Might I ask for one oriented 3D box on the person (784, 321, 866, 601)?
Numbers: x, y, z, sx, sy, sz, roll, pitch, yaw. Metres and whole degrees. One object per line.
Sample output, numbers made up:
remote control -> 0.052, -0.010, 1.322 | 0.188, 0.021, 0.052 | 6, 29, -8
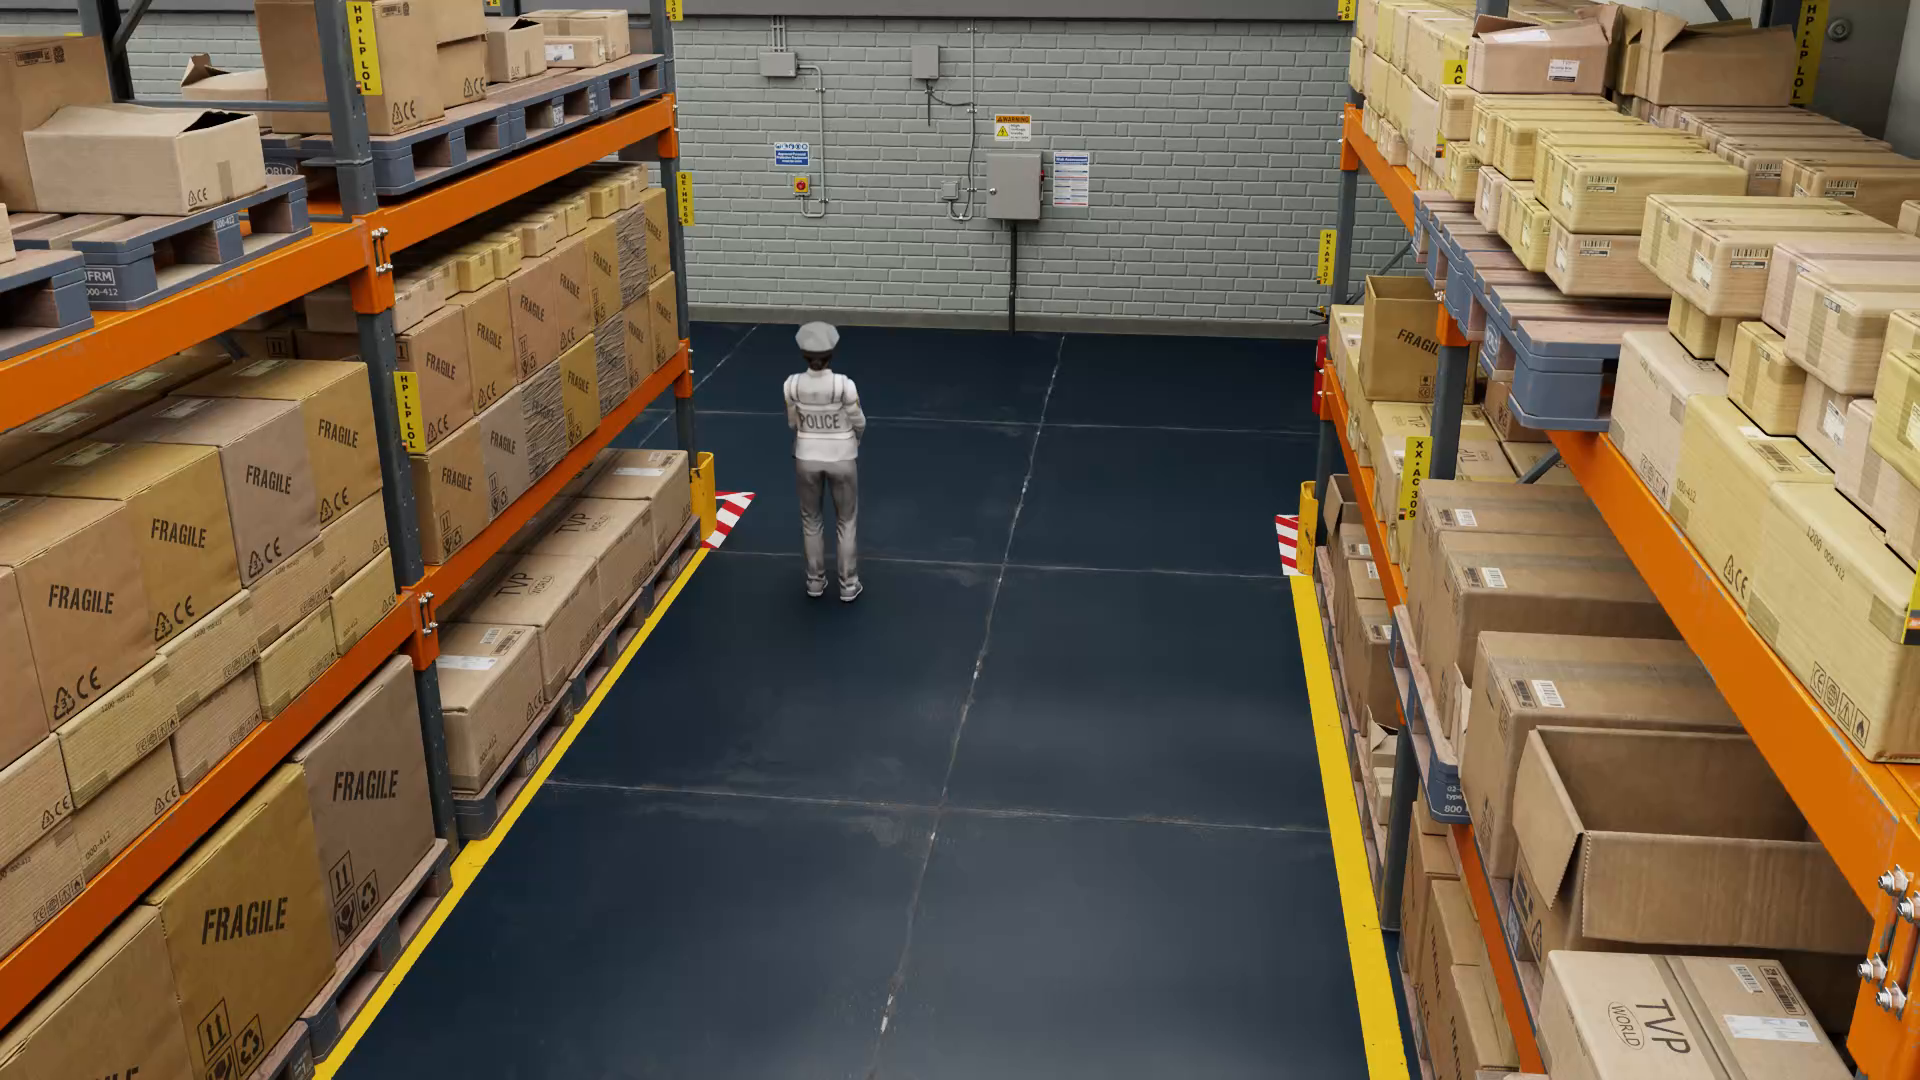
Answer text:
person -> -0.773, -0.473, 9.768 | 0.459, 1.687, 0.547 | 2, 21, 6
